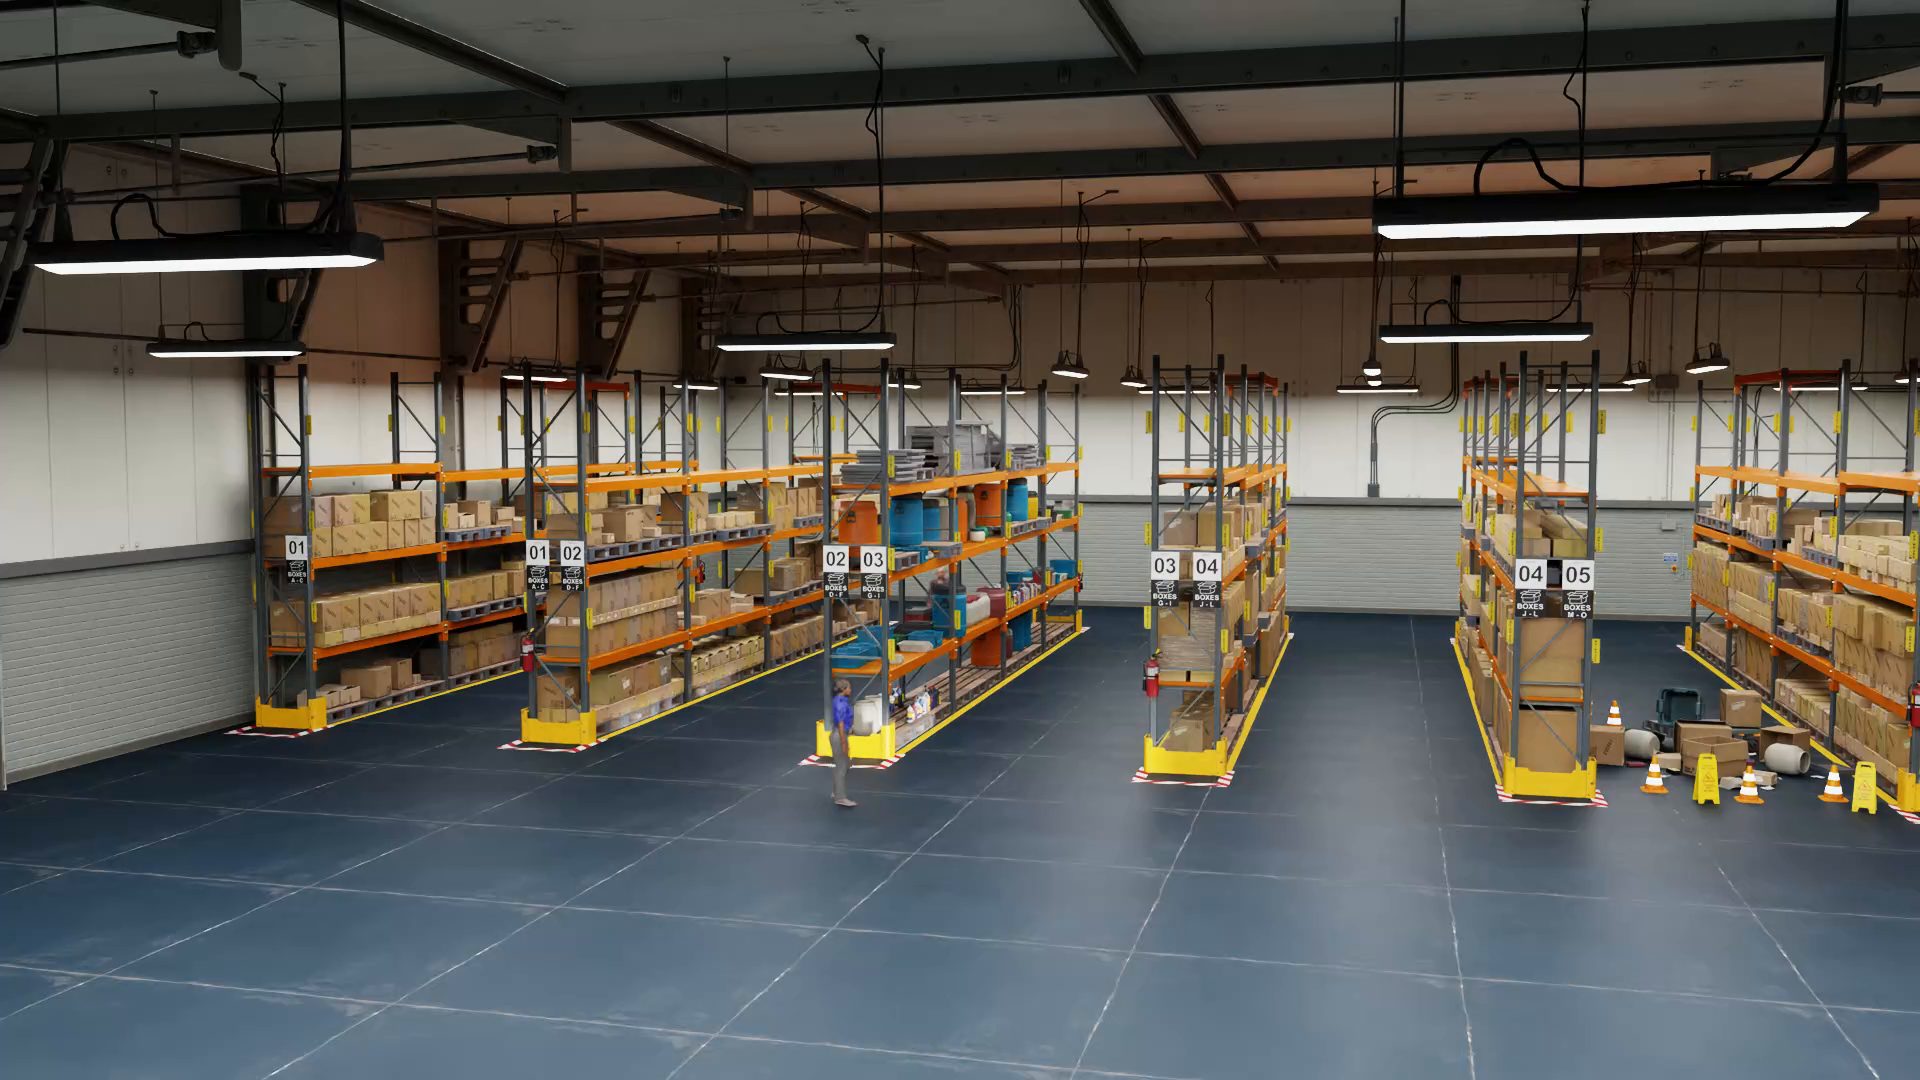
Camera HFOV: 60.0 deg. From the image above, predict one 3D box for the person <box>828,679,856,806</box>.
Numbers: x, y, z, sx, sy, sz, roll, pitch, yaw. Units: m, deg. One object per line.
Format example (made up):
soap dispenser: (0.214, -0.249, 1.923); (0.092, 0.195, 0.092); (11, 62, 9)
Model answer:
person: (-1.564, 2.703, 22.016); (0.345, 1.744, 0.550); (-1, 4, -9)

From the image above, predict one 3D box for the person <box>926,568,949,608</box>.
person: (-0.479, 1.505, 37.908); (0.578, 1.733, 1.037); (1, 4, 20)
